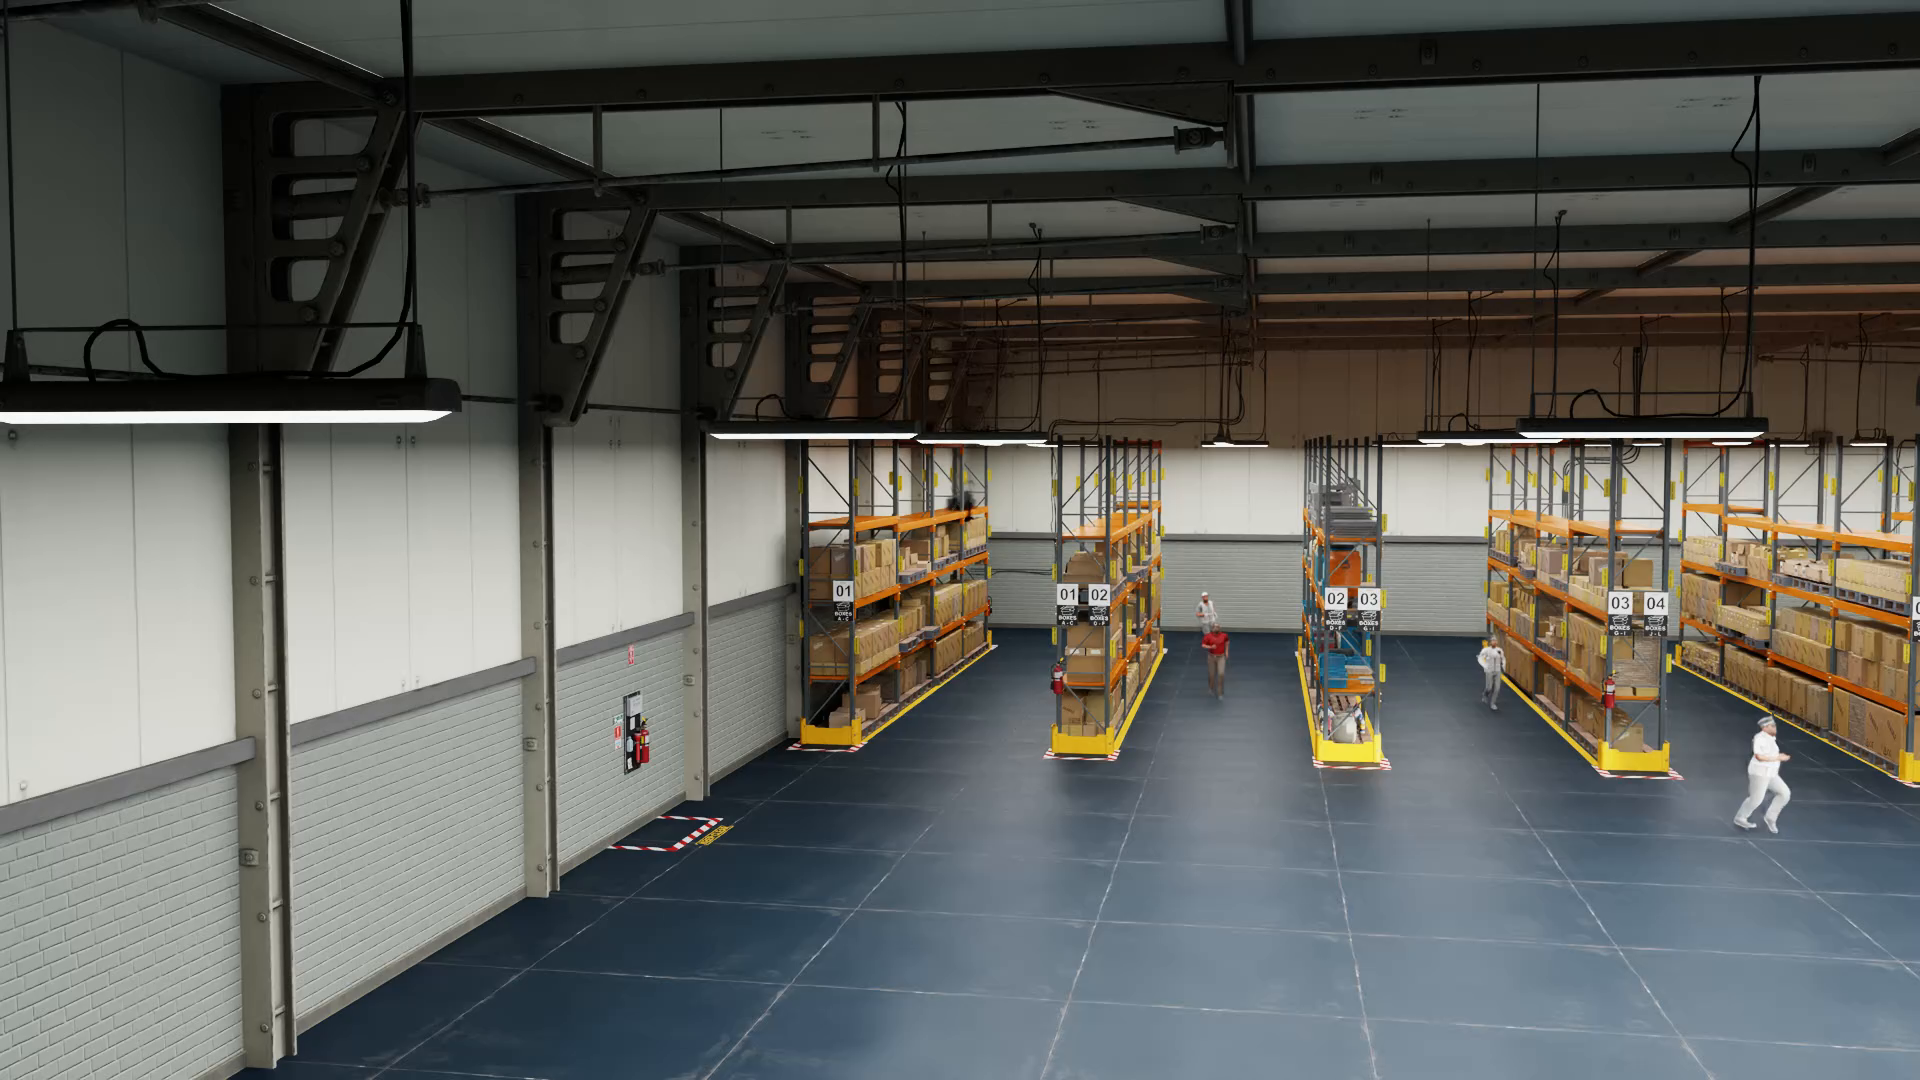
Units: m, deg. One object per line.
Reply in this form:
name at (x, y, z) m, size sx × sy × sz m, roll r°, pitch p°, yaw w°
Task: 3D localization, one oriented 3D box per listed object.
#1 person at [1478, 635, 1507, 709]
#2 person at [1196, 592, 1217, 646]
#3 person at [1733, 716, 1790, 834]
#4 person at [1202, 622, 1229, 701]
person at (11.796, 2.907, 36.796) m, size 0.615 × 1.647 × 0.575 m, roll 0°, pitch 3°, yaw 2°
person at (6.899, 2.349, 46.517) m, size 0.711 × 1.820 × 0.703 m, roll -1°, pitch 3°, yaw -13°
person at (11.979, 3.510, 24.828) m, size 0.641 × 1.815 × 0.790 m, roll -3°, pitch 4°, yaw -45°
person at (5.883, 2.795, 38.309) m, size 0.652 × 1.811 × 0.832 m, roll 0°, pitch 3°, yaw 4°
